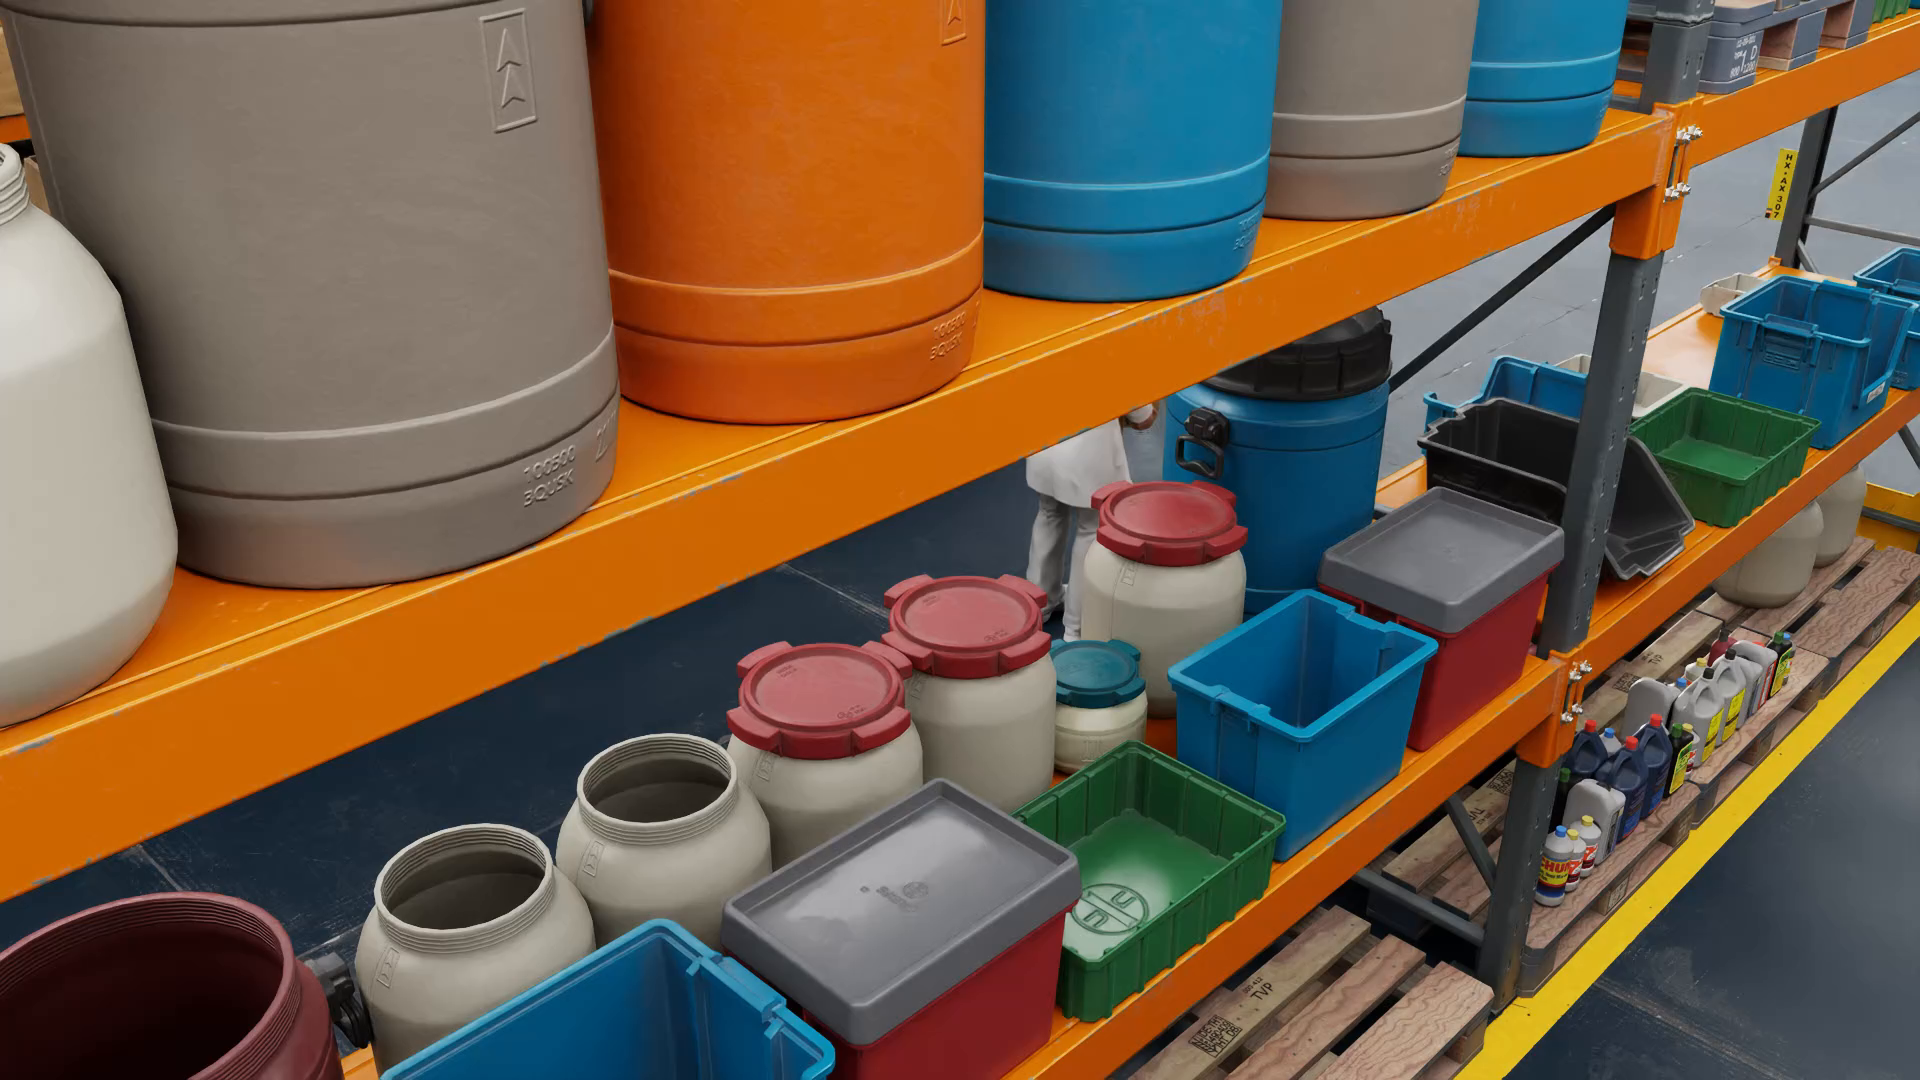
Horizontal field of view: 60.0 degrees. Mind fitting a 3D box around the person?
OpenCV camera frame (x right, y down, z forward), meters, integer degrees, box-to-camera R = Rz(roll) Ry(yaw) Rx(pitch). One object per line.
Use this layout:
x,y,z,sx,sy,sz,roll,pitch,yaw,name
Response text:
0.549,-0.454,7.015,0.526,1.780,0.551,24,36,38,person
